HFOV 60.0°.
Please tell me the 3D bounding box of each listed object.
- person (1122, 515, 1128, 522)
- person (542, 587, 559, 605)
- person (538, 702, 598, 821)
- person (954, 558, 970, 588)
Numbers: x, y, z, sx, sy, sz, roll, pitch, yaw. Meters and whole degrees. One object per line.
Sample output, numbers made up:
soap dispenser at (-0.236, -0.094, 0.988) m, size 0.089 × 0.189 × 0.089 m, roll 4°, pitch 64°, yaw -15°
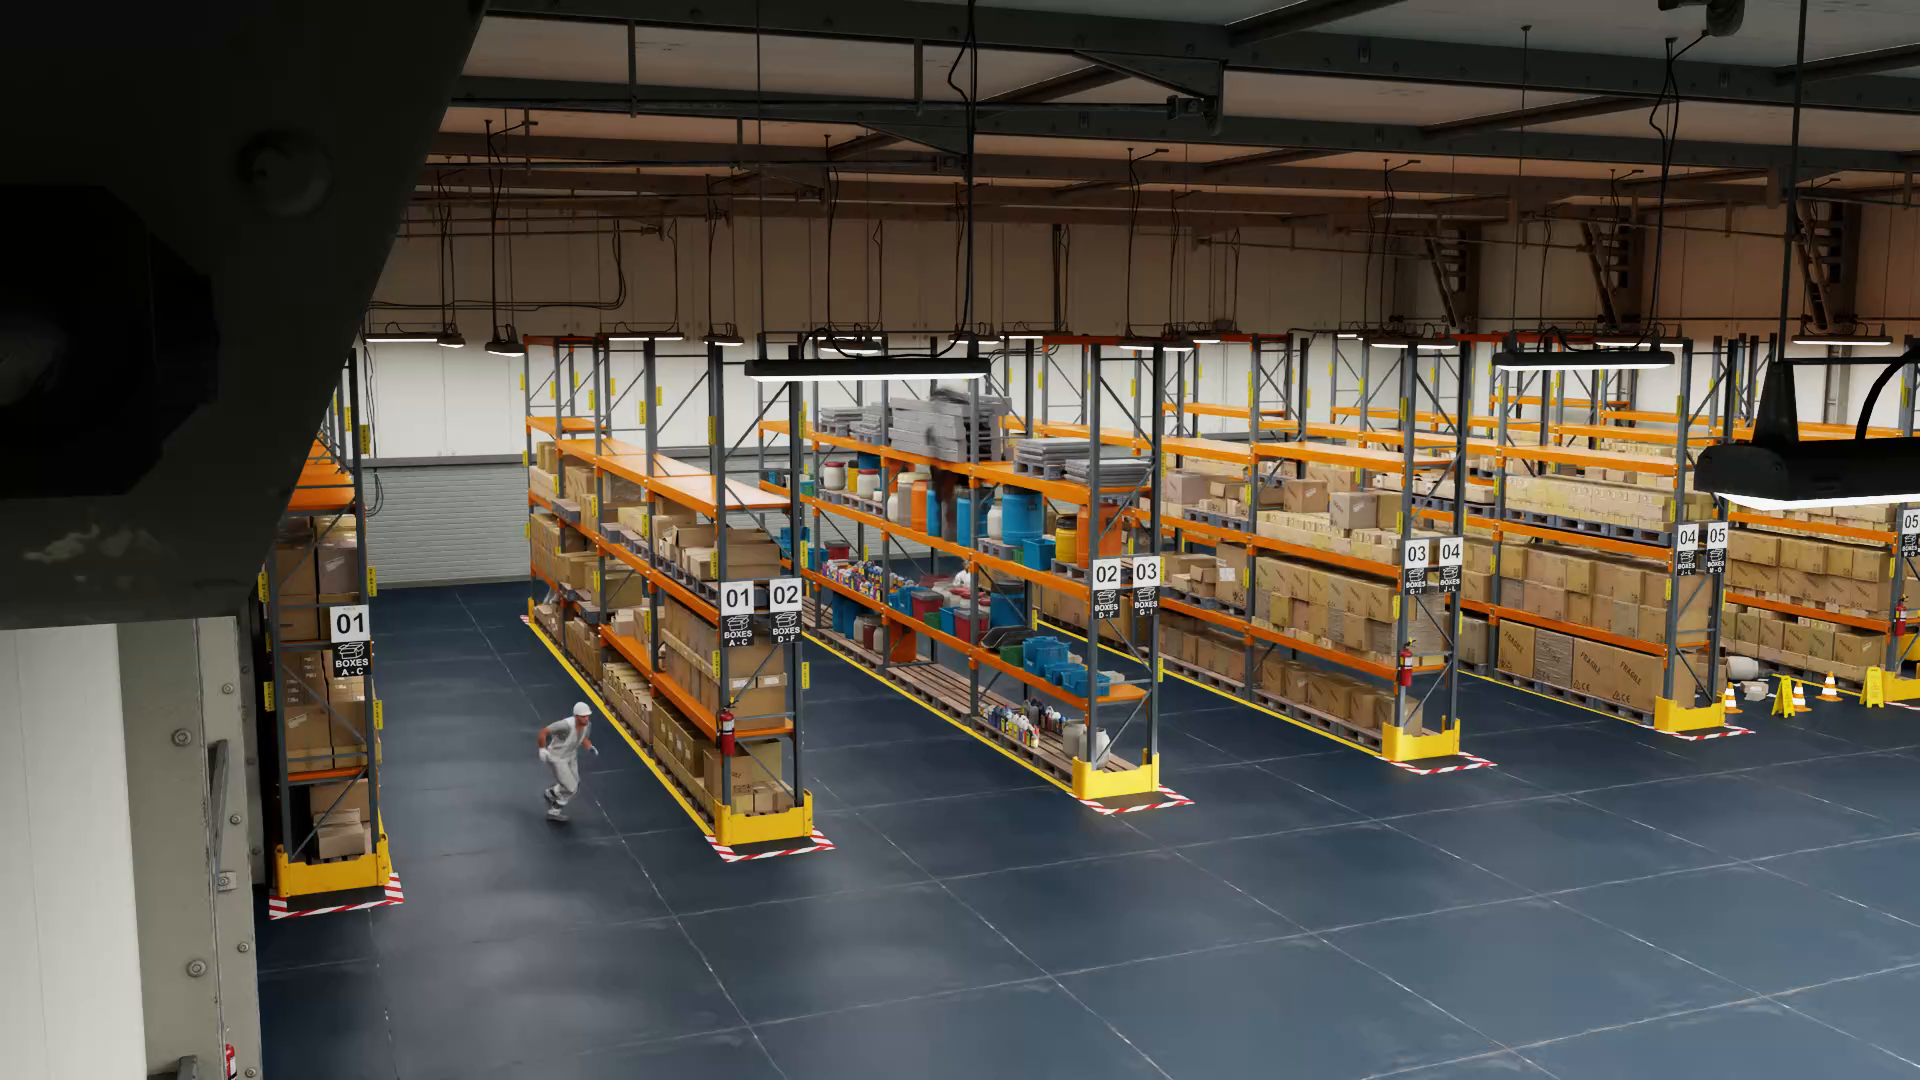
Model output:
person at (3.901, 0.167, 40.450) m, size 0.530 × 1.569 × 0.653 m, roll 4°, pitch 9°, yaw 28°
person at (-8.706, 0.791, 35.975) m, size 0.753 × 1.597 × 0.704 m, roll -1°, pitch 8°, yaw -9°
person at (-4.930, 2.791, 20.823) m, size 0.826 × 1.590 × 0.693 m, roll 5°, pitch 9°, yaw 31°
person at (0.179, 1.158, 32.796) m, size 0.605 × 1.659 × 0.538 m, roll -3°, pitch 8°, yaw -23°
